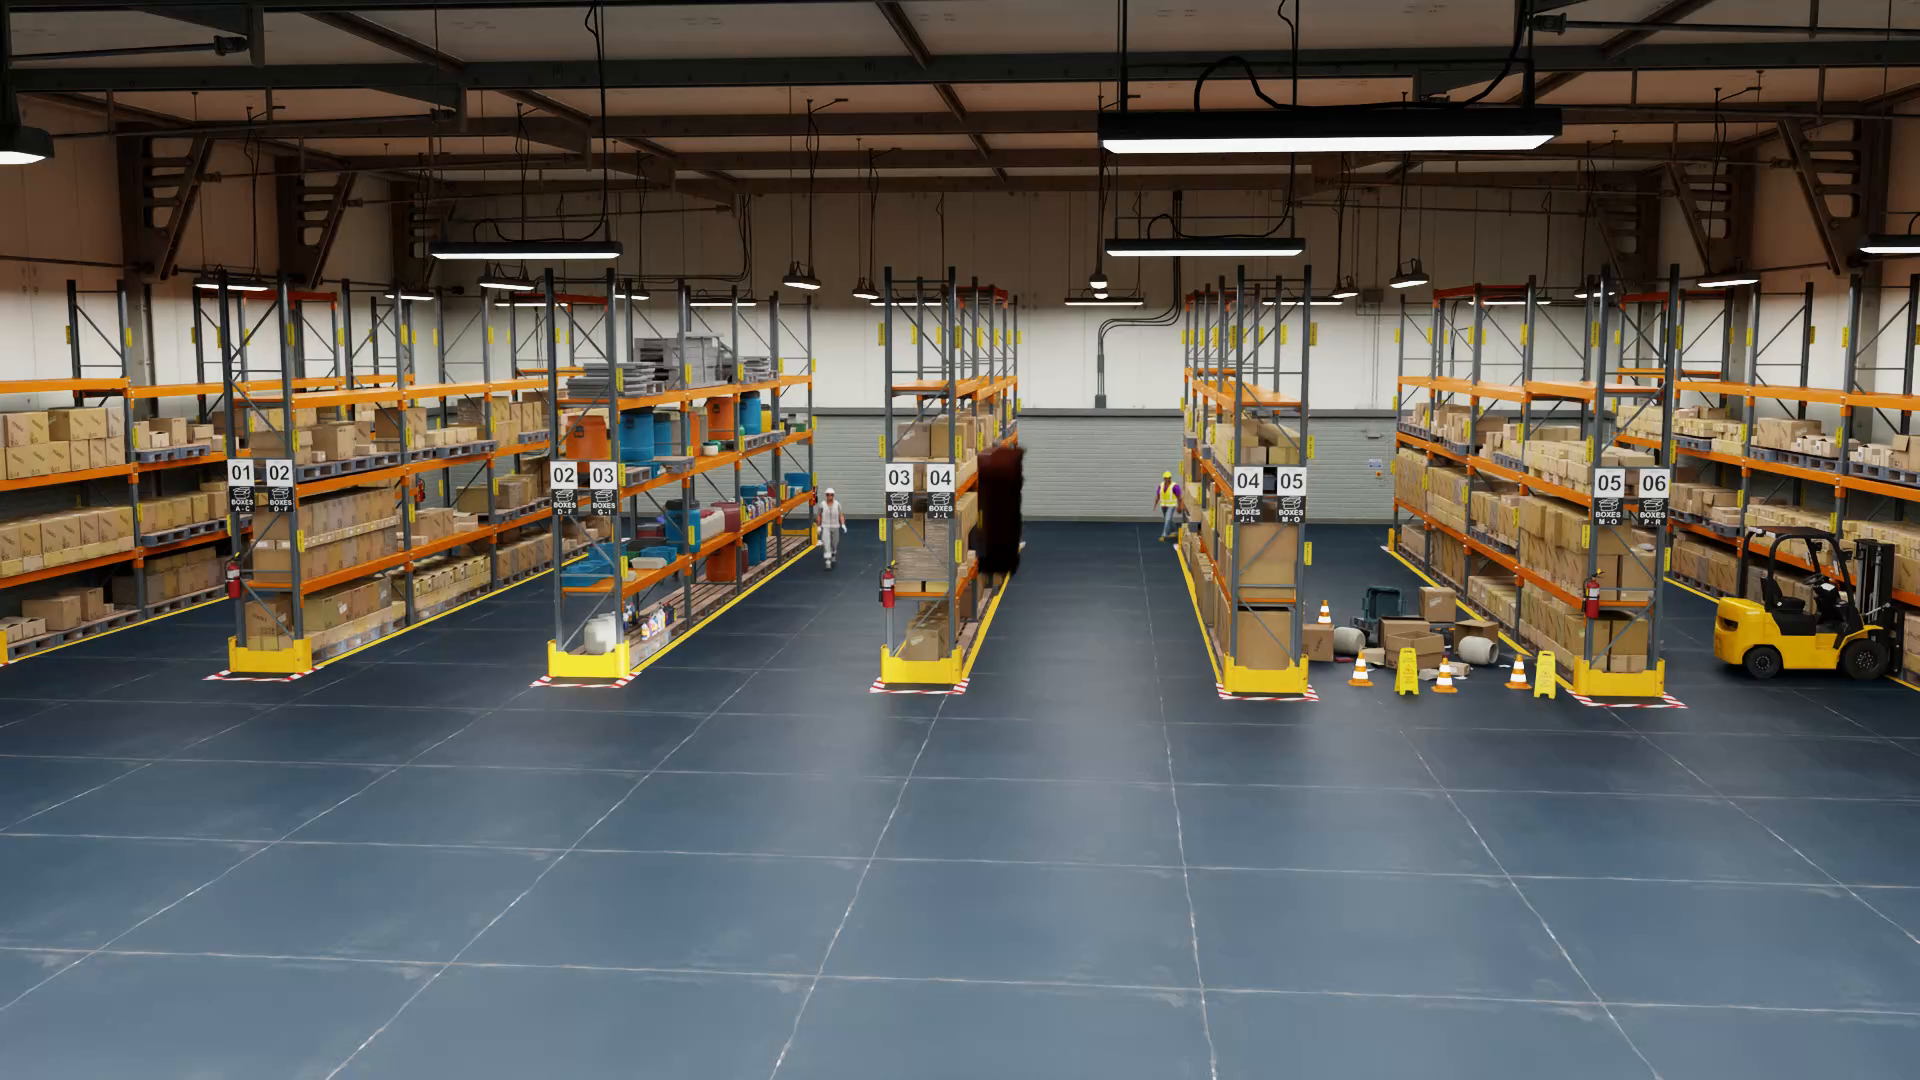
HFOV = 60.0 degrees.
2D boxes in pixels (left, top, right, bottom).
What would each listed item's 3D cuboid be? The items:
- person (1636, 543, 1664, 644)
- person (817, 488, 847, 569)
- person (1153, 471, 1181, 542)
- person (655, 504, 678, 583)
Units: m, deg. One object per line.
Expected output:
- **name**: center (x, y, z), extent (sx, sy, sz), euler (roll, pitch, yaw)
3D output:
- **person**: center (11.177, 0.900, 27.035), extent (0.522, 1.675, 0.504), euler (1, 7, 5)
- **person**: center (-2.789, -0.261, 36.117), extent (0.609, 1.741, 1.093), euler (-1, 7, -11)
- **person**: center (5.104, -0.842, 40.951), extent (0.589, 1.697, 1.099), euler (6, 9, 40)
- **person**: center (-6.009, 0.101, 34.156), extent (0.528, 1.486, 1.033), euler (0, 7, 4)
